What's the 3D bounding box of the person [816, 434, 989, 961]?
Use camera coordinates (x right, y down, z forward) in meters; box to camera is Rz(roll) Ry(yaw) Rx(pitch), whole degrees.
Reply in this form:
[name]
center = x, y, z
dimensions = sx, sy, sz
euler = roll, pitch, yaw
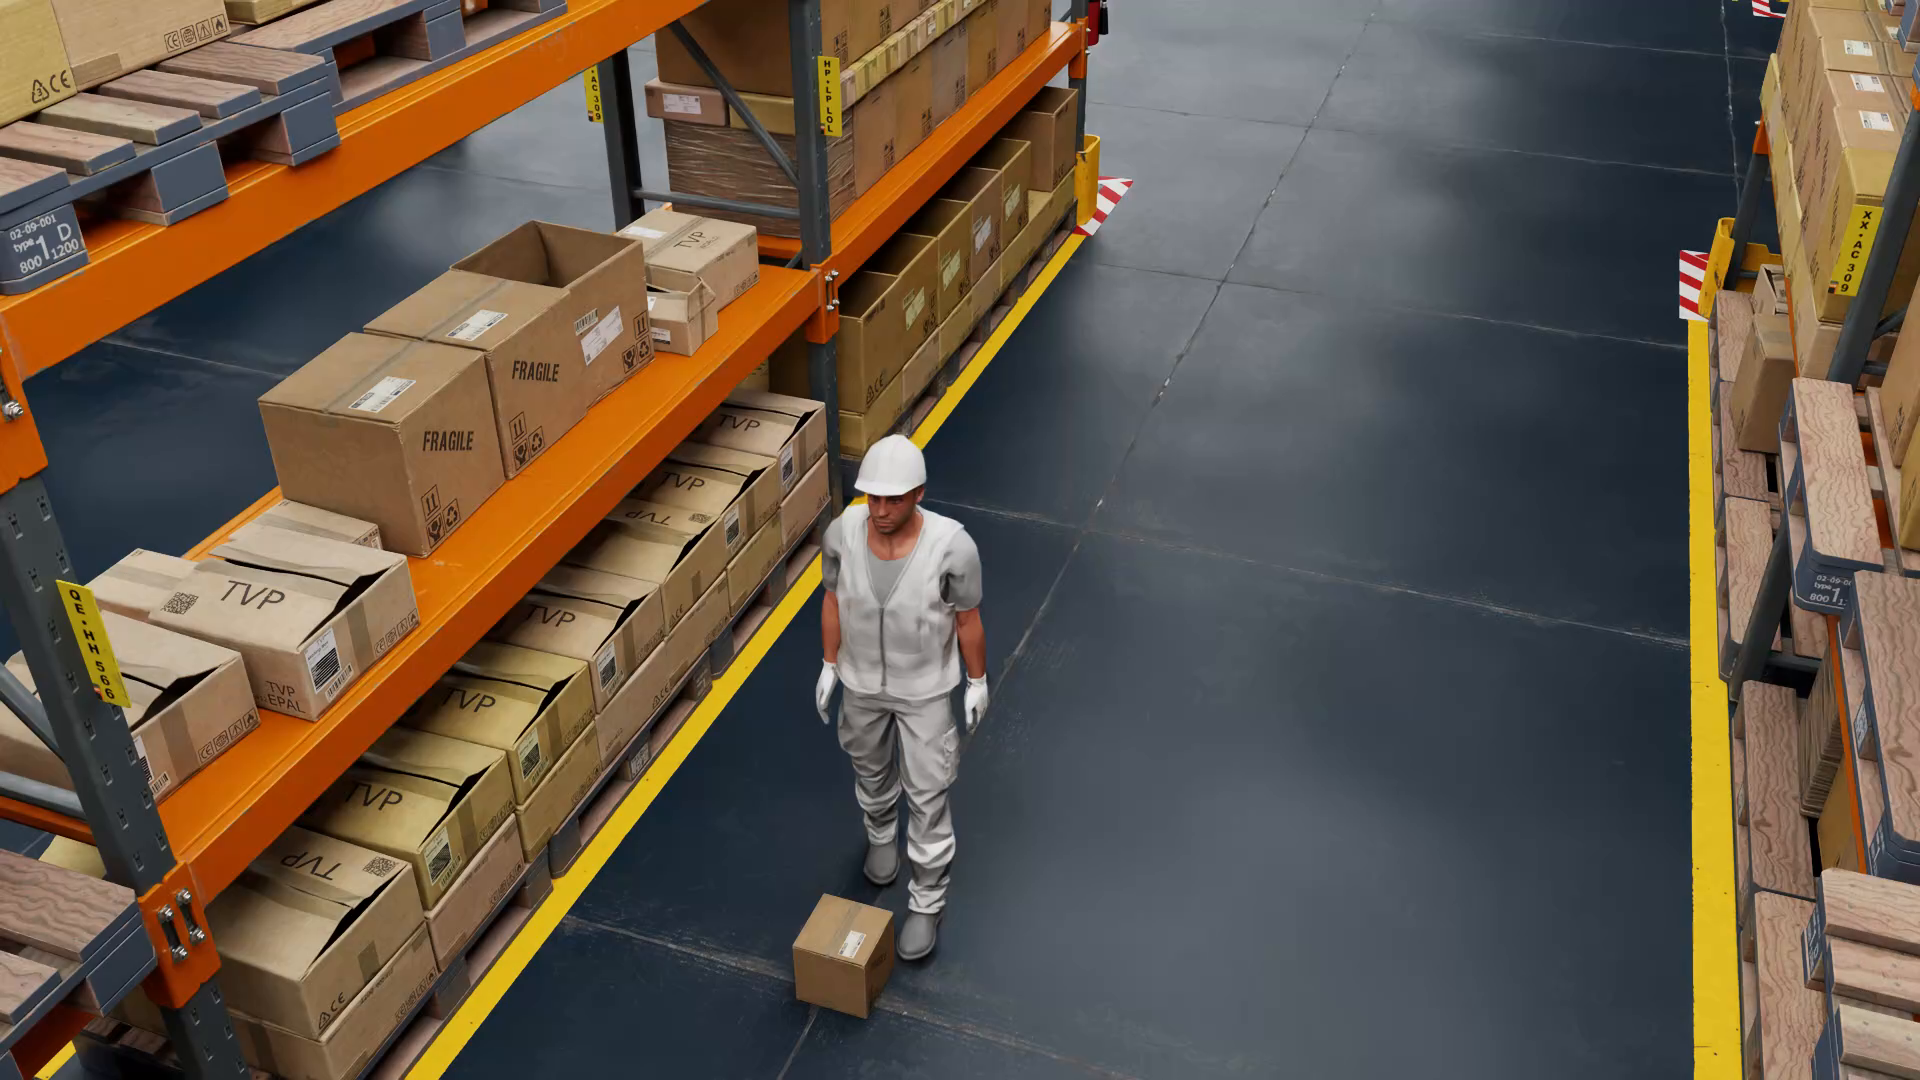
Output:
[person]
center = -0.215, 0.504, 5.328
dimensions = 0.562, 1.786, 0.625
euler = 9, 34, 13
